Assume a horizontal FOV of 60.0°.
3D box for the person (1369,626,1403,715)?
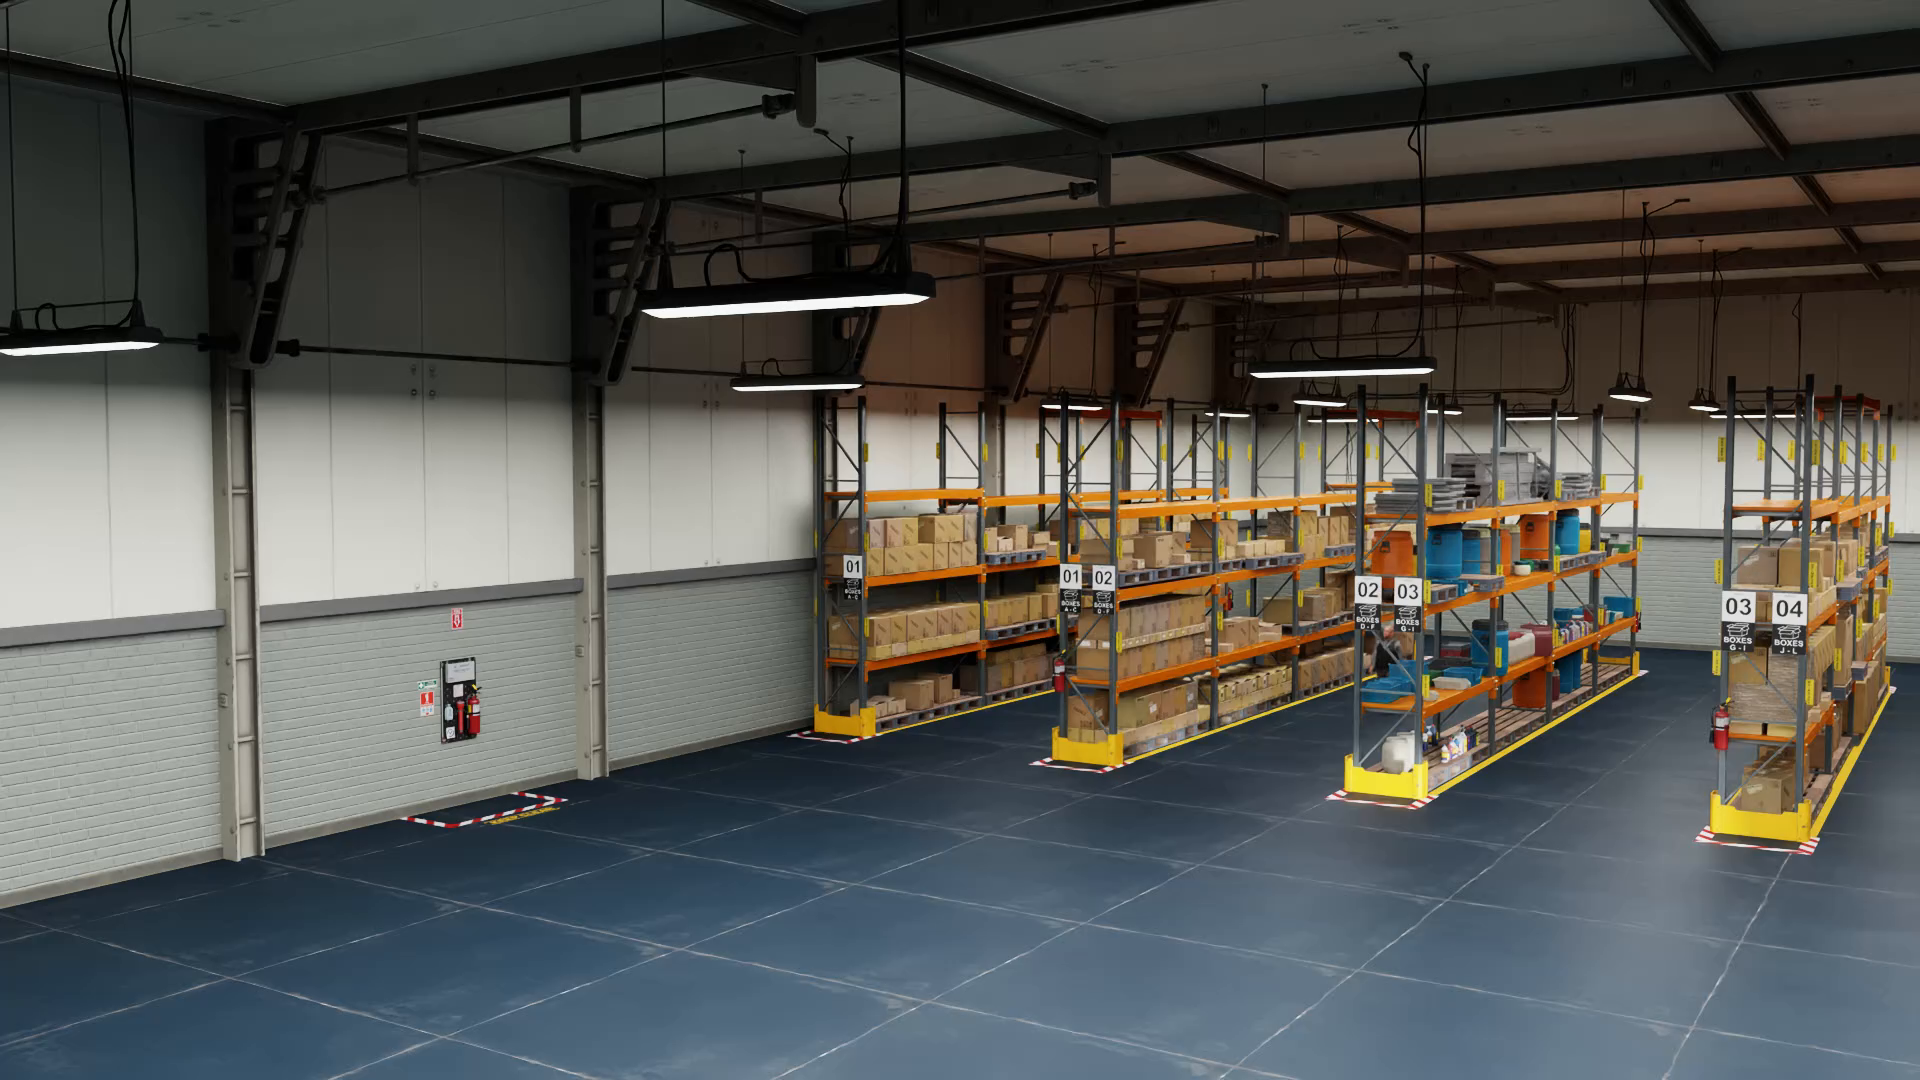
[{"bbox_3d":[8.190,2.487,31.926,0.622,1.668,1.084,2,3,29],"label":"person"}]
